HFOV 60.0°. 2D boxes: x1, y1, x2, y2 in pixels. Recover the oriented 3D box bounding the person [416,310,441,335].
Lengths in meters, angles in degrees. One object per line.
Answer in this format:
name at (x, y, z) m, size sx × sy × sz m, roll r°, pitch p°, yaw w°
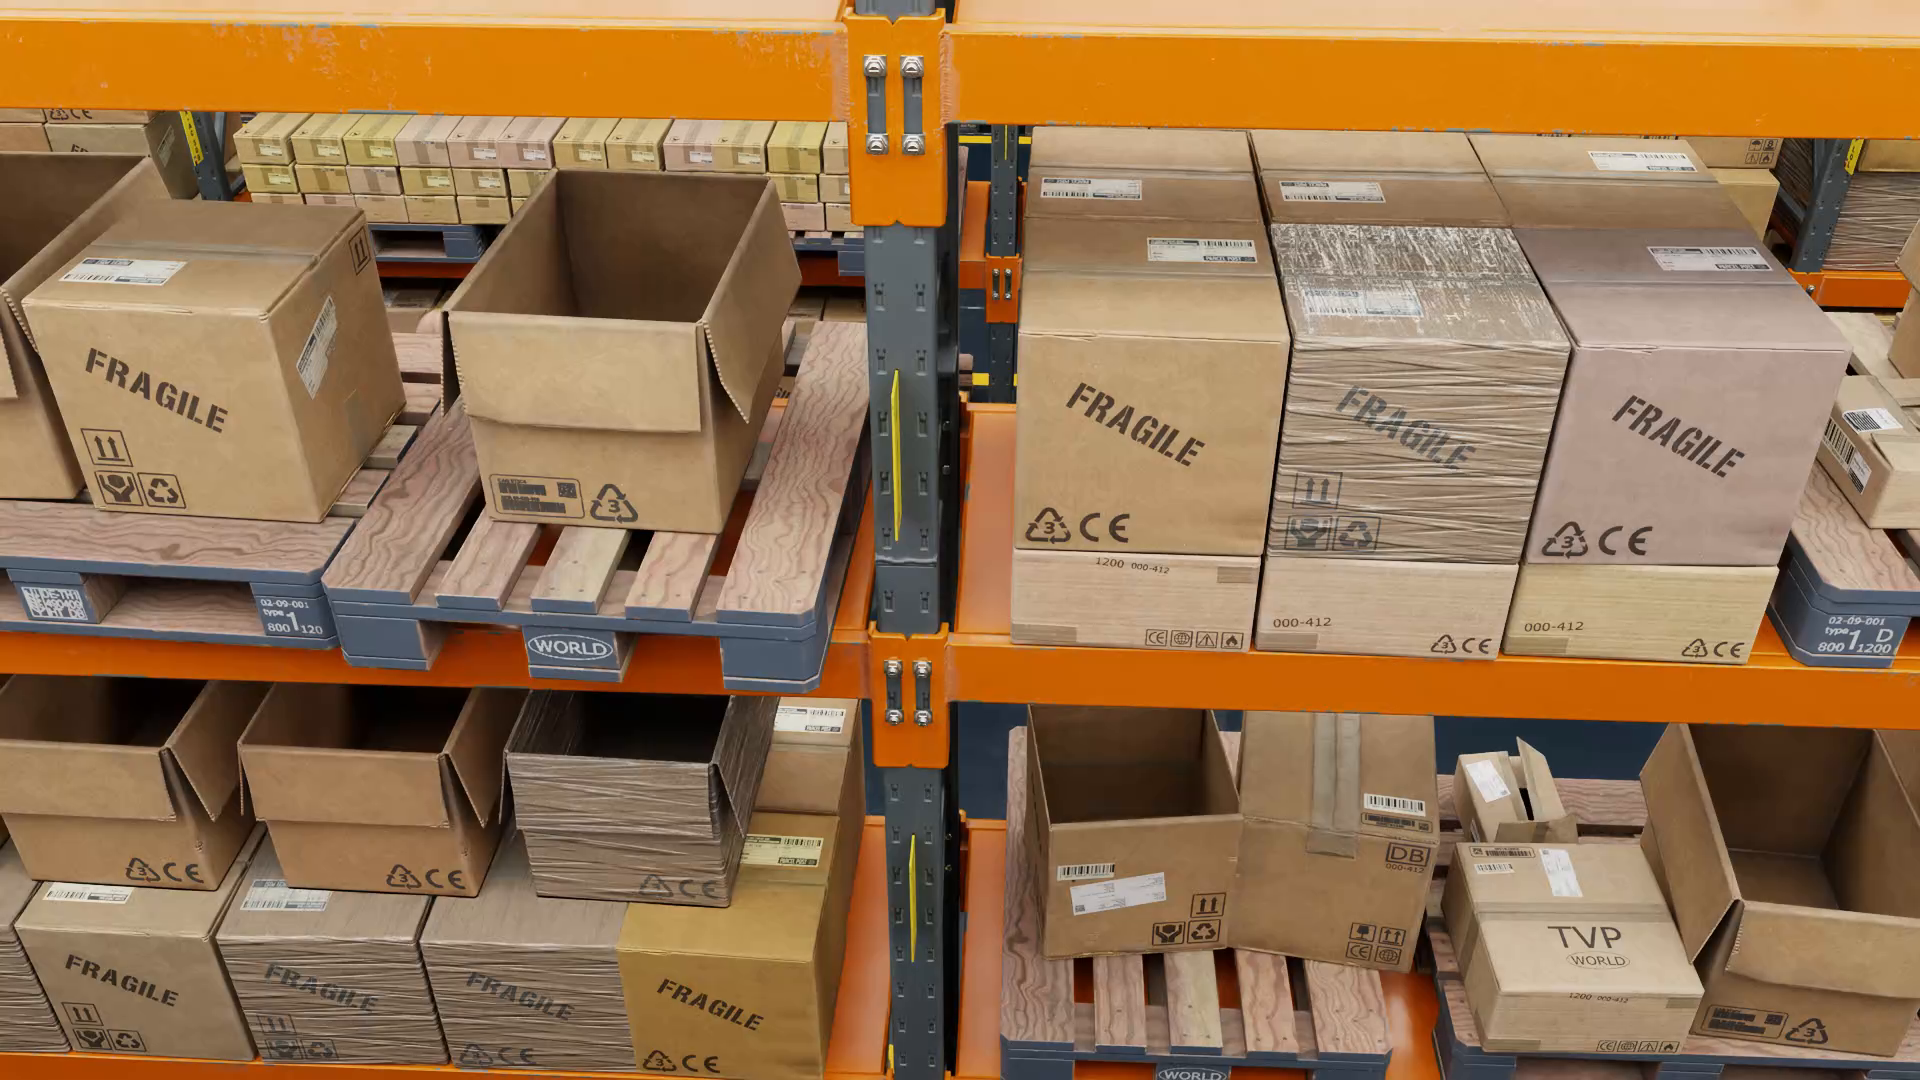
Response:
person at (-2.200, -0.206, 7.371) m, size 0.553 × 1.767 × 0.610 m, roll -9°, pitch 36°, yaw -13°
